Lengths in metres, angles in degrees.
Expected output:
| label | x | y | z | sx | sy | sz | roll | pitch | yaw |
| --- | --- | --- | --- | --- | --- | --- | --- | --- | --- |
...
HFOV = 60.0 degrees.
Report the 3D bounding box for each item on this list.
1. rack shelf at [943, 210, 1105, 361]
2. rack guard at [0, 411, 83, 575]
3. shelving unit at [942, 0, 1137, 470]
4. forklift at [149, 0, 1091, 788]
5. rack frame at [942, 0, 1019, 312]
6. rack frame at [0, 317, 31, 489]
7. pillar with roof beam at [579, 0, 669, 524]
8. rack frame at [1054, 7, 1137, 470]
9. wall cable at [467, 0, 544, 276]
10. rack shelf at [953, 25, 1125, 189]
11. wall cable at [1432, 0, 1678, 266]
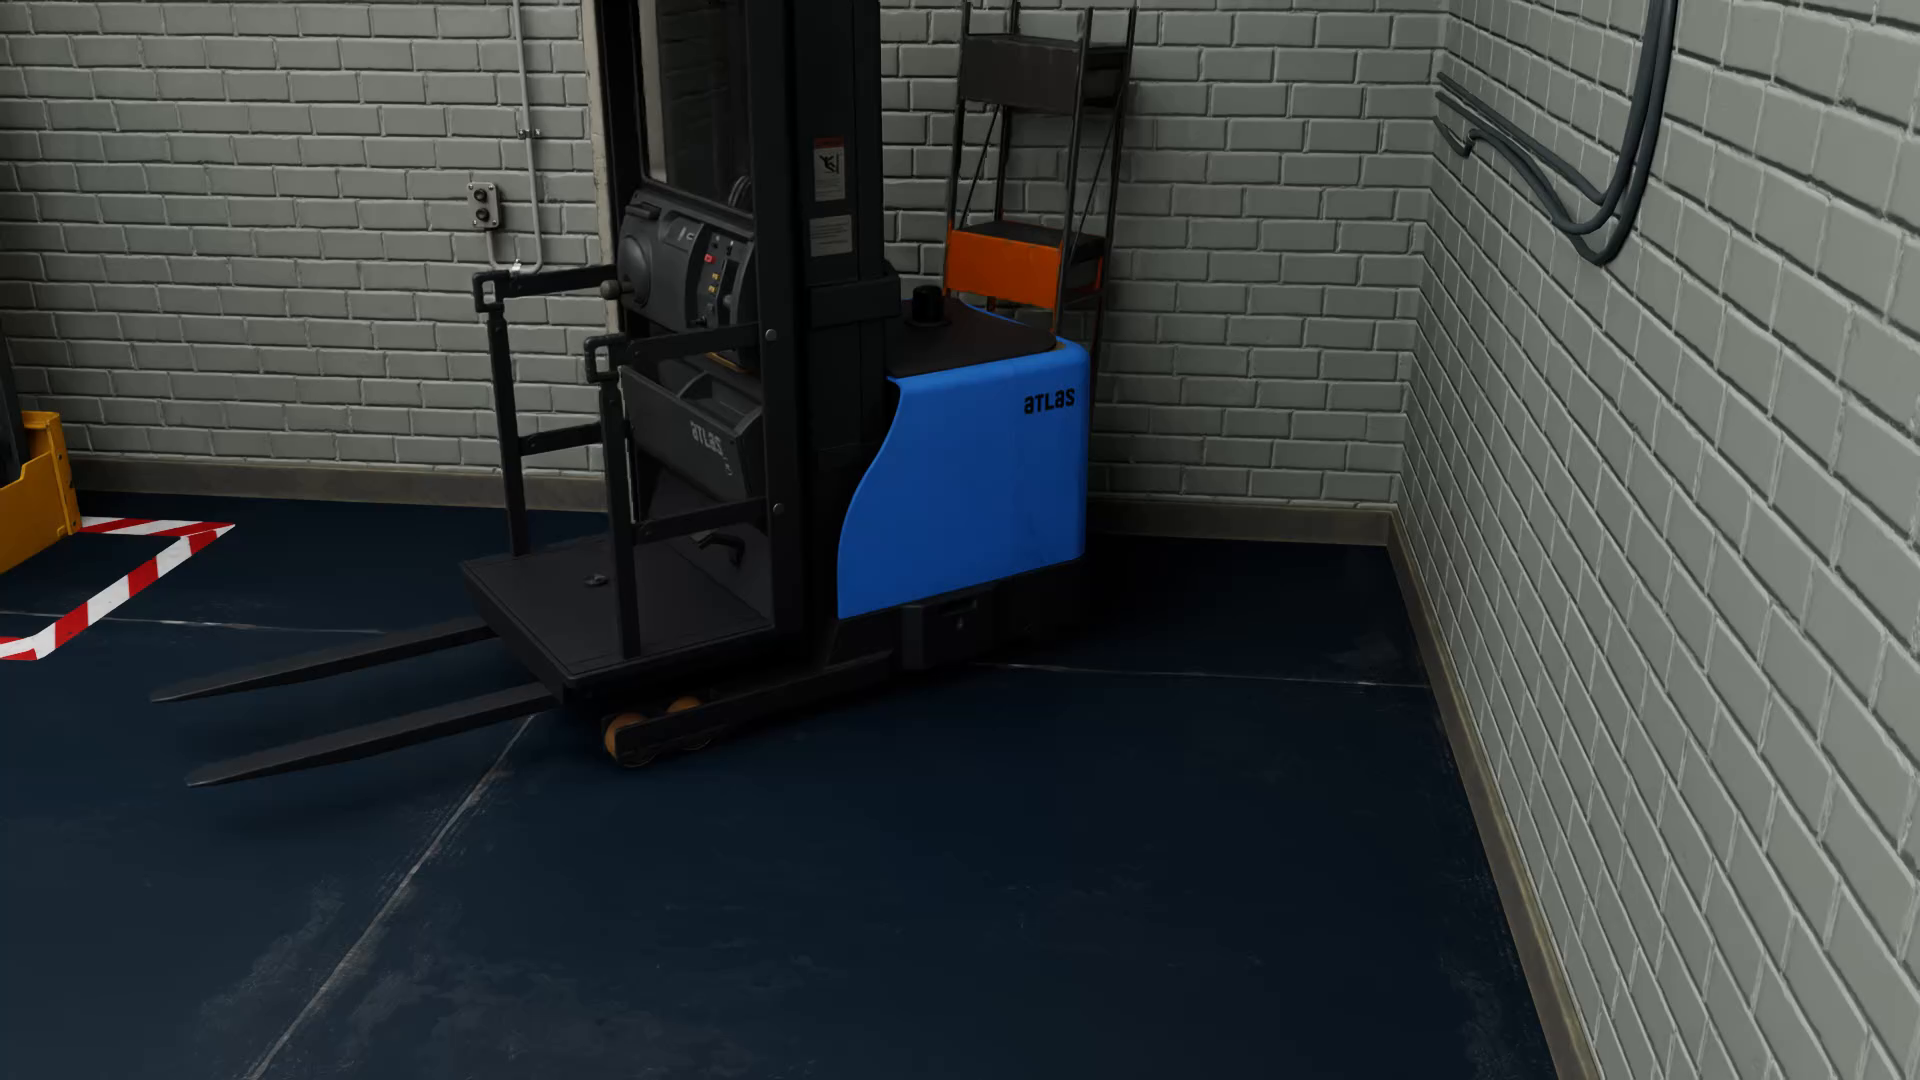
| label | x | y | z | sx | sy | sz | roll | pitch | yaw |
| --- | --- | --- | --- | --- | --- | --- | --- | --- | --- |
| rack shelf | 0.249 | -0.952 | 6.377 | 0.480 | 0.518 | 0.431 | 15 | 23 | 27 |
| rack guard | -3.961 | -0.093 | 6.494 | 0.348 | 0.500 | 1.175 | 2 | 22 | 6 |
| shelving unit | 0.250 | -0.965 | 6.372 | 0.503 | 2.100 | 0.431 | 15 | 23 | 27 |
| forklift | -1.050 | -0.879 | 5.178 | 3.031 | 2.935 | 1.130 | -13 | 25 | -30 |
| rack frame | 0.040 | -1.022 | 6.482 | 0.015 | 2.100 | 0.400 | 15 | 23 | 27 |
| rack frame | -3.985 | -1.256 | 6.037 | 0.127 | 3.000 | 1.000 | 2 | 22 | 6 |
| pillar with roof beam | -1.708 | -2.673 | 1.462 | 0.400 | 9.000 | 9.100 | 2 | 22 | 6 |
| rack frame | 0.459 | -0.907 | 6.261 | 0.015 | 2.100 | 0.400 | 15 | 23 | 27 |
| wall cable | -2.602 | -2.018 | 6.584 | 1.851 | 1.984 | 0.084 | 2 | 22 | 6 |
| rack shelf | 0.302 | -1.608 | 6.137 | 0.480 | 0.518 | 0.431 | 15 | 23 | 27 |
| wall cable | 1.590 | -2.227 | 4.556 | 0.112 | 2.526 | 3.097 | 2 | 22 | 6 |
